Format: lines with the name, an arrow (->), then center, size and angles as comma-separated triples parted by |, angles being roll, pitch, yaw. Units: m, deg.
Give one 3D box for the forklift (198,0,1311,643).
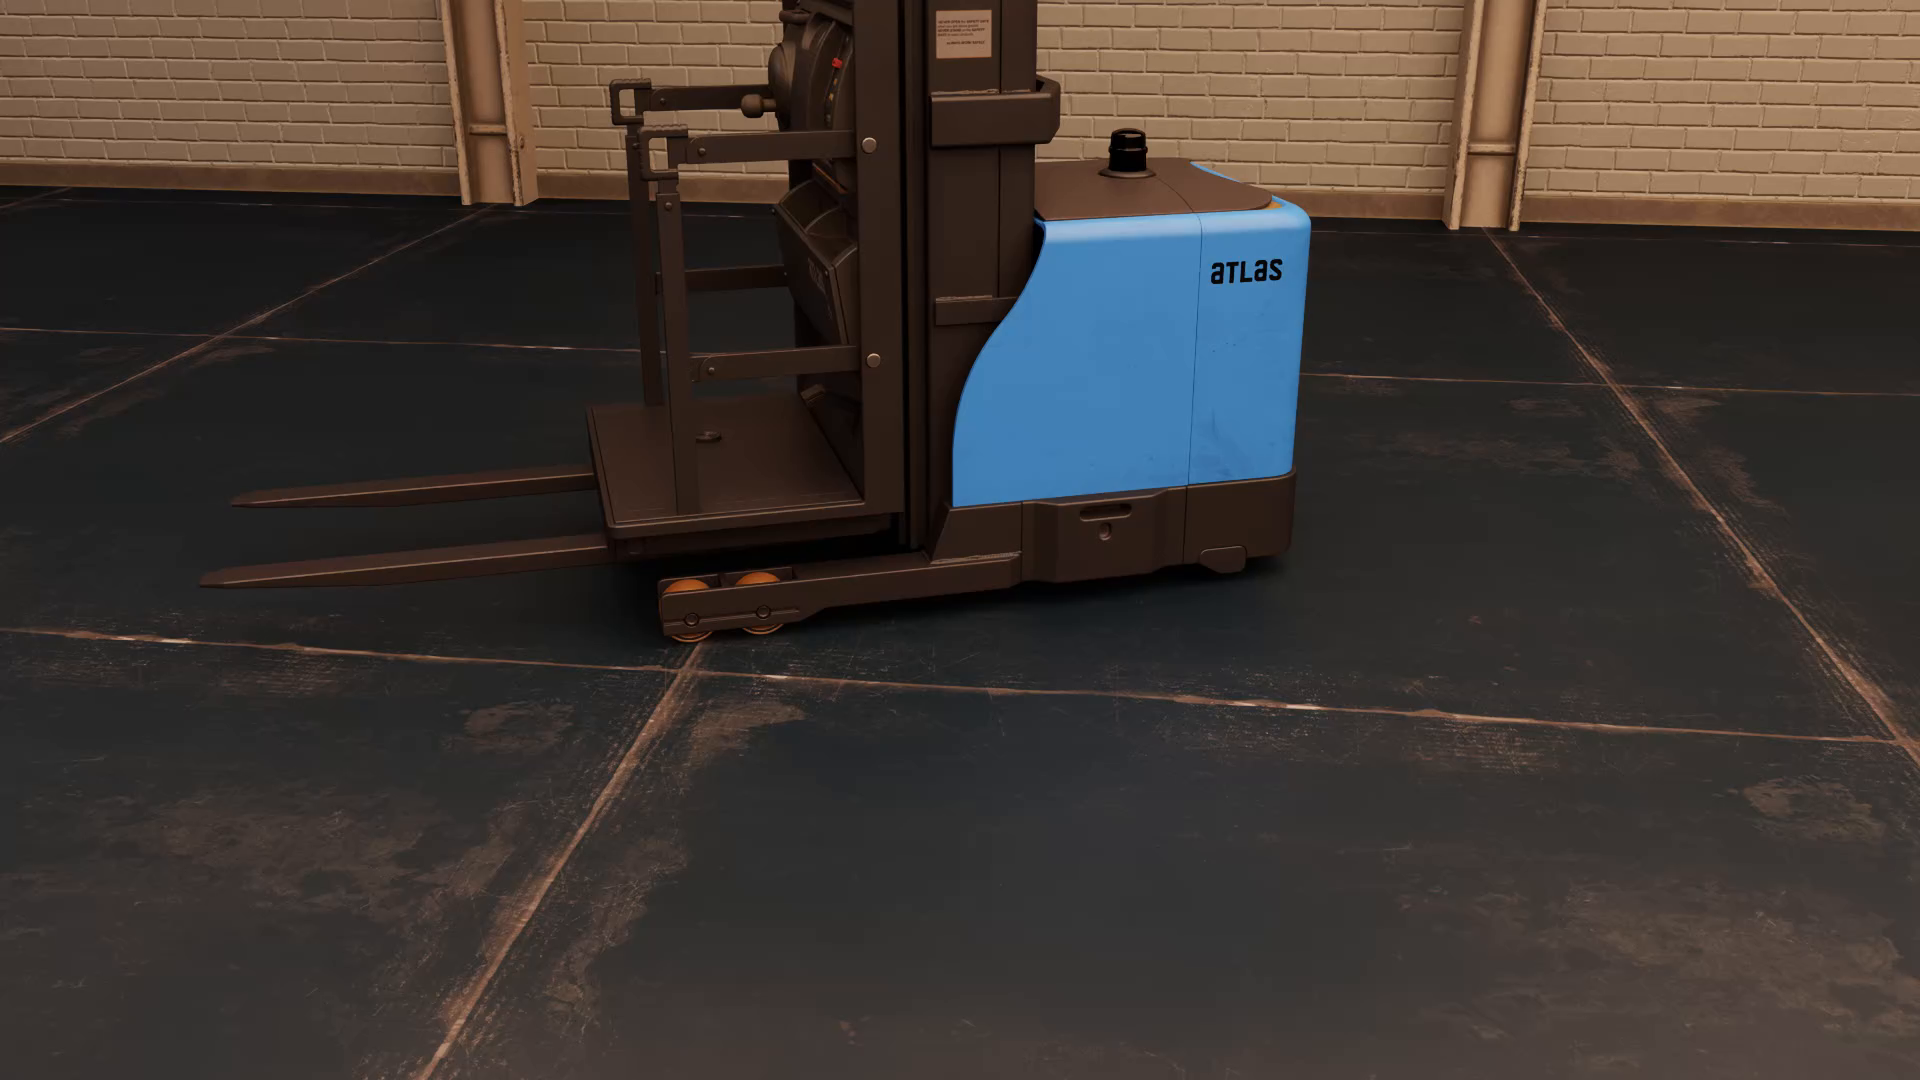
forklift -> -0.588, -1.301, 4.485 | 3.031, 2.935, 1.130 | -6, 23, -14
